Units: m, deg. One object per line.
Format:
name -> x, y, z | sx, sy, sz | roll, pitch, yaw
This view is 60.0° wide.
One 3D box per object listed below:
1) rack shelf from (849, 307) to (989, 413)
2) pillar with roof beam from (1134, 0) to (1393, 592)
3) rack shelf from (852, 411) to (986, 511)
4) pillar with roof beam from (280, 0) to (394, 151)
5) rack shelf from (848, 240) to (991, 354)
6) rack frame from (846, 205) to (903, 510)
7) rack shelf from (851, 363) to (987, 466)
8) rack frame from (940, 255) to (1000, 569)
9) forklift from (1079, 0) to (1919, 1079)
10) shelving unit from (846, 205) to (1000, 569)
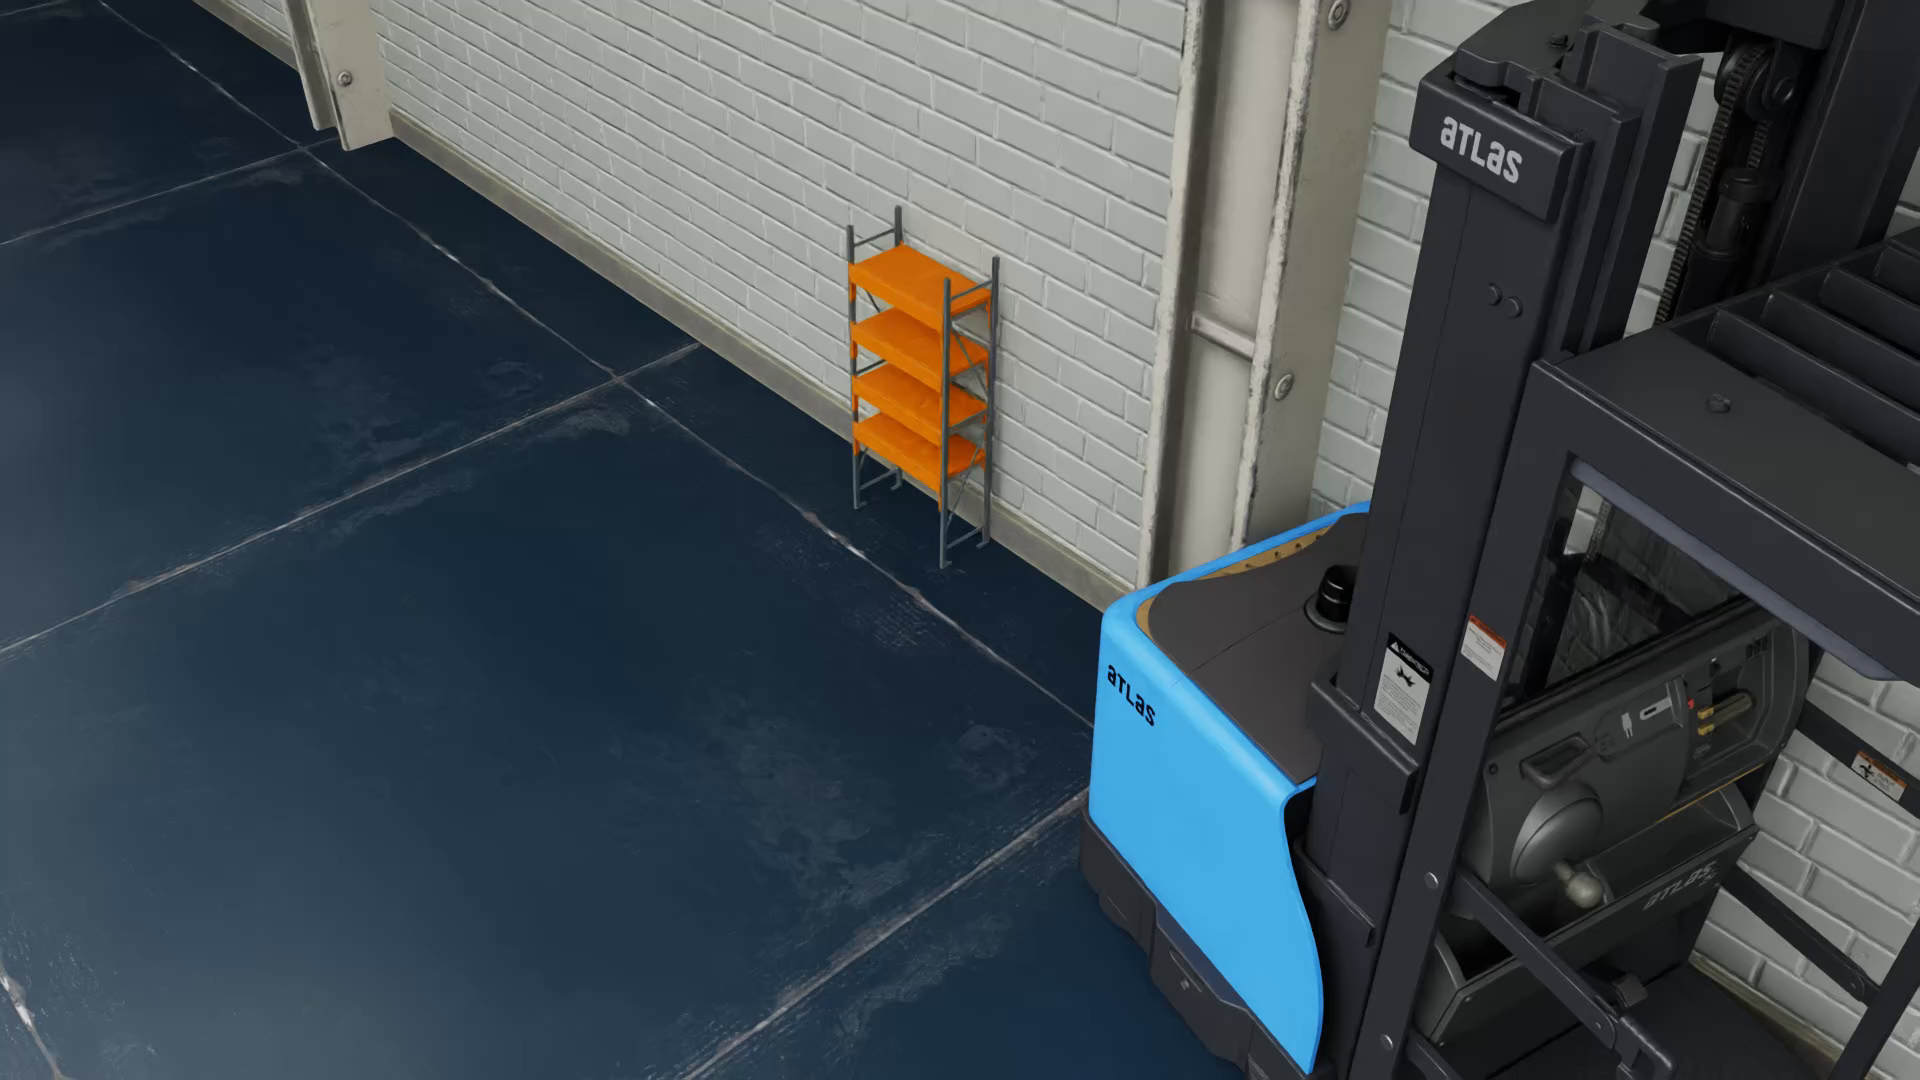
rack shelf -> -0.136, -0.653, 5.849 | 0.258, 0.148, 0.480 | -29, 47, -33
pillar with roof beam -> -2.375, -1.107, 0.459 | 9.100, 9.000, 0.400 | -30, 48, -32
rack shelf -> -0.143, -0.320, 6.109 | 0.258, 0.148, 0.480 | -29, 47, -33
pillar with roof beam -> -6.433, -3.884, 3.897 | 9.100, 9.000, 0.400 | -30, 48, -32
rack shelf -> -0.132, -0.839, 5.704 | 0.258, 0.148, 0.480 | -29, 47, -33
rack frame -> -0.305, -0.641, 6.084 | 0.240, 1.200, 0.015 | -29, 47, -33
rack shelf -> -0.140, -0.476, 5.987 | 0.258, 0.148, 0.480 | -29, 47, -33
rack frame -> 0.028, -0.417, 5.807 | 0.240, 1.200, 0.015 | -29, 47, -33
forklift -> 1.529, 0.511, 3.284 | 1.130, 2.935, 3.031 | -20, 43, -23
shelving unit -> -0.139, -0.529, 5.945 | 0.258, 1.200, 0.503 | -29, 47, -33
